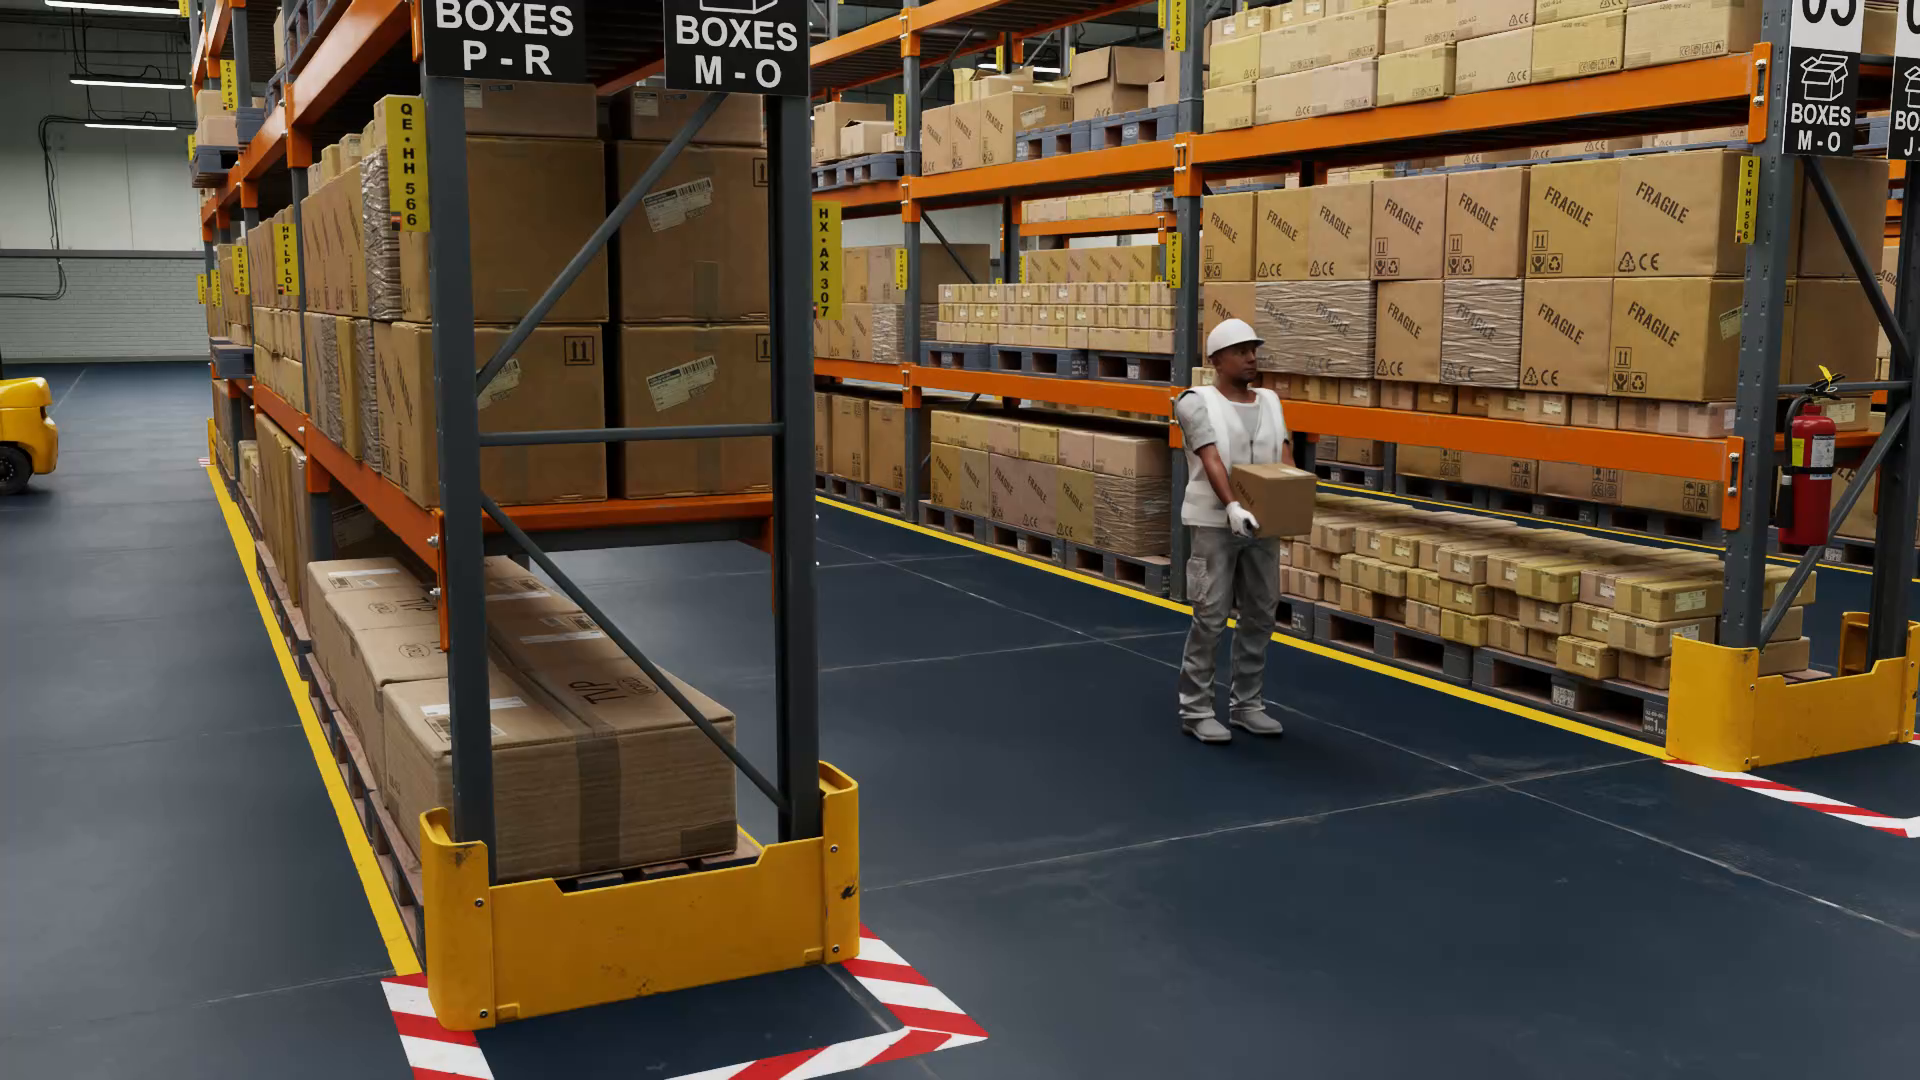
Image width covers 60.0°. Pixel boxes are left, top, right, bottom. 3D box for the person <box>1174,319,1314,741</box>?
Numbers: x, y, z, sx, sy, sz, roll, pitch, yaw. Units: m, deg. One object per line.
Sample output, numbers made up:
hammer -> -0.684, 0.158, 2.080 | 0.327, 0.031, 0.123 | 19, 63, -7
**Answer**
person -> 1.215, -0.034, 7.019 | 0.487, 1.778, 0.573 | -4, 9, -25
